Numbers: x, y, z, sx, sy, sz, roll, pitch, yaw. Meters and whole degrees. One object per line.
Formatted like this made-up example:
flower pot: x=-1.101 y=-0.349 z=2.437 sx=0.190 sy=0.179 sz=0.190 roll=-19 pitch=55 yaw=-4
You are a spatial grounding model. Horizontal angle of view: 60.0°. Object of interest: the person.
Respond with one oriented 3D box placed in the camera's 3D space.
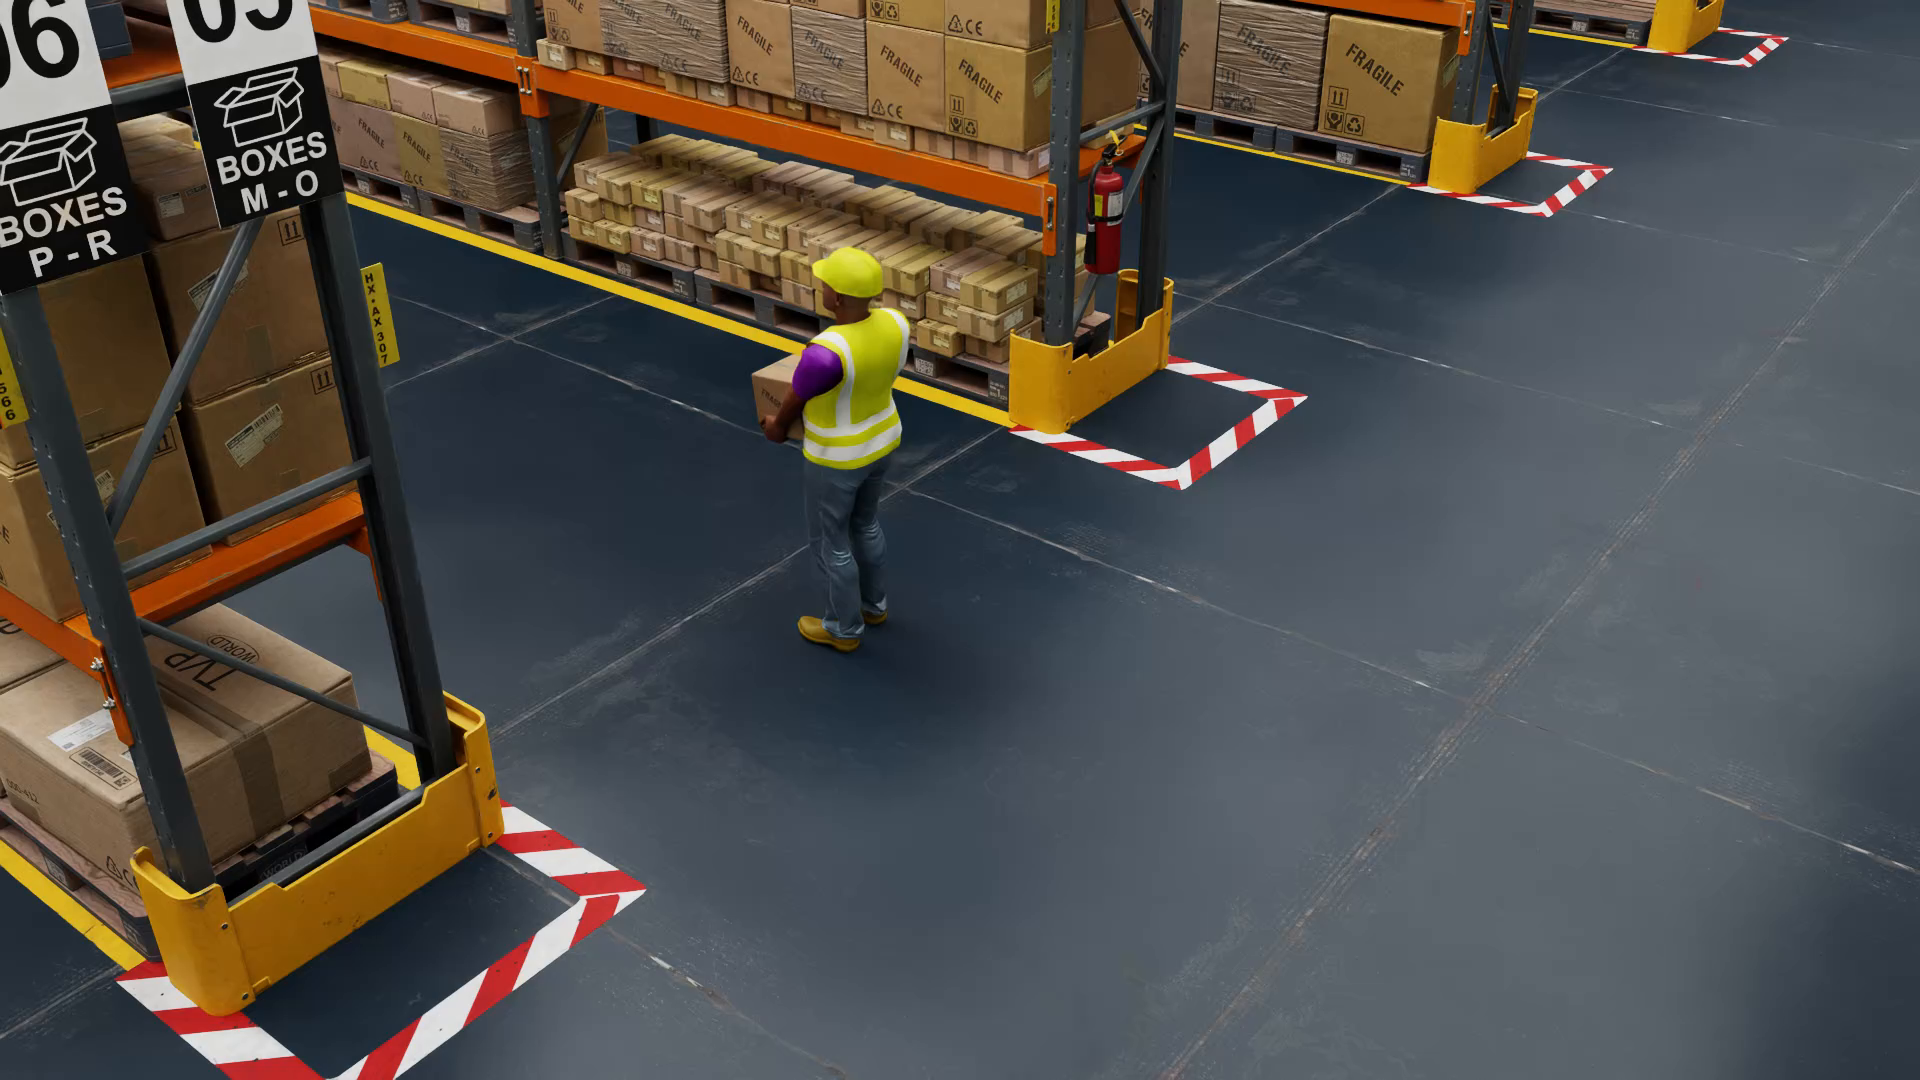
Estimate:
person: x=-0.525 y=-0.388 z=6.769 sx=0.577 sy=1.758 sz=0.503 roll=22 pitch=37 yaw=32
